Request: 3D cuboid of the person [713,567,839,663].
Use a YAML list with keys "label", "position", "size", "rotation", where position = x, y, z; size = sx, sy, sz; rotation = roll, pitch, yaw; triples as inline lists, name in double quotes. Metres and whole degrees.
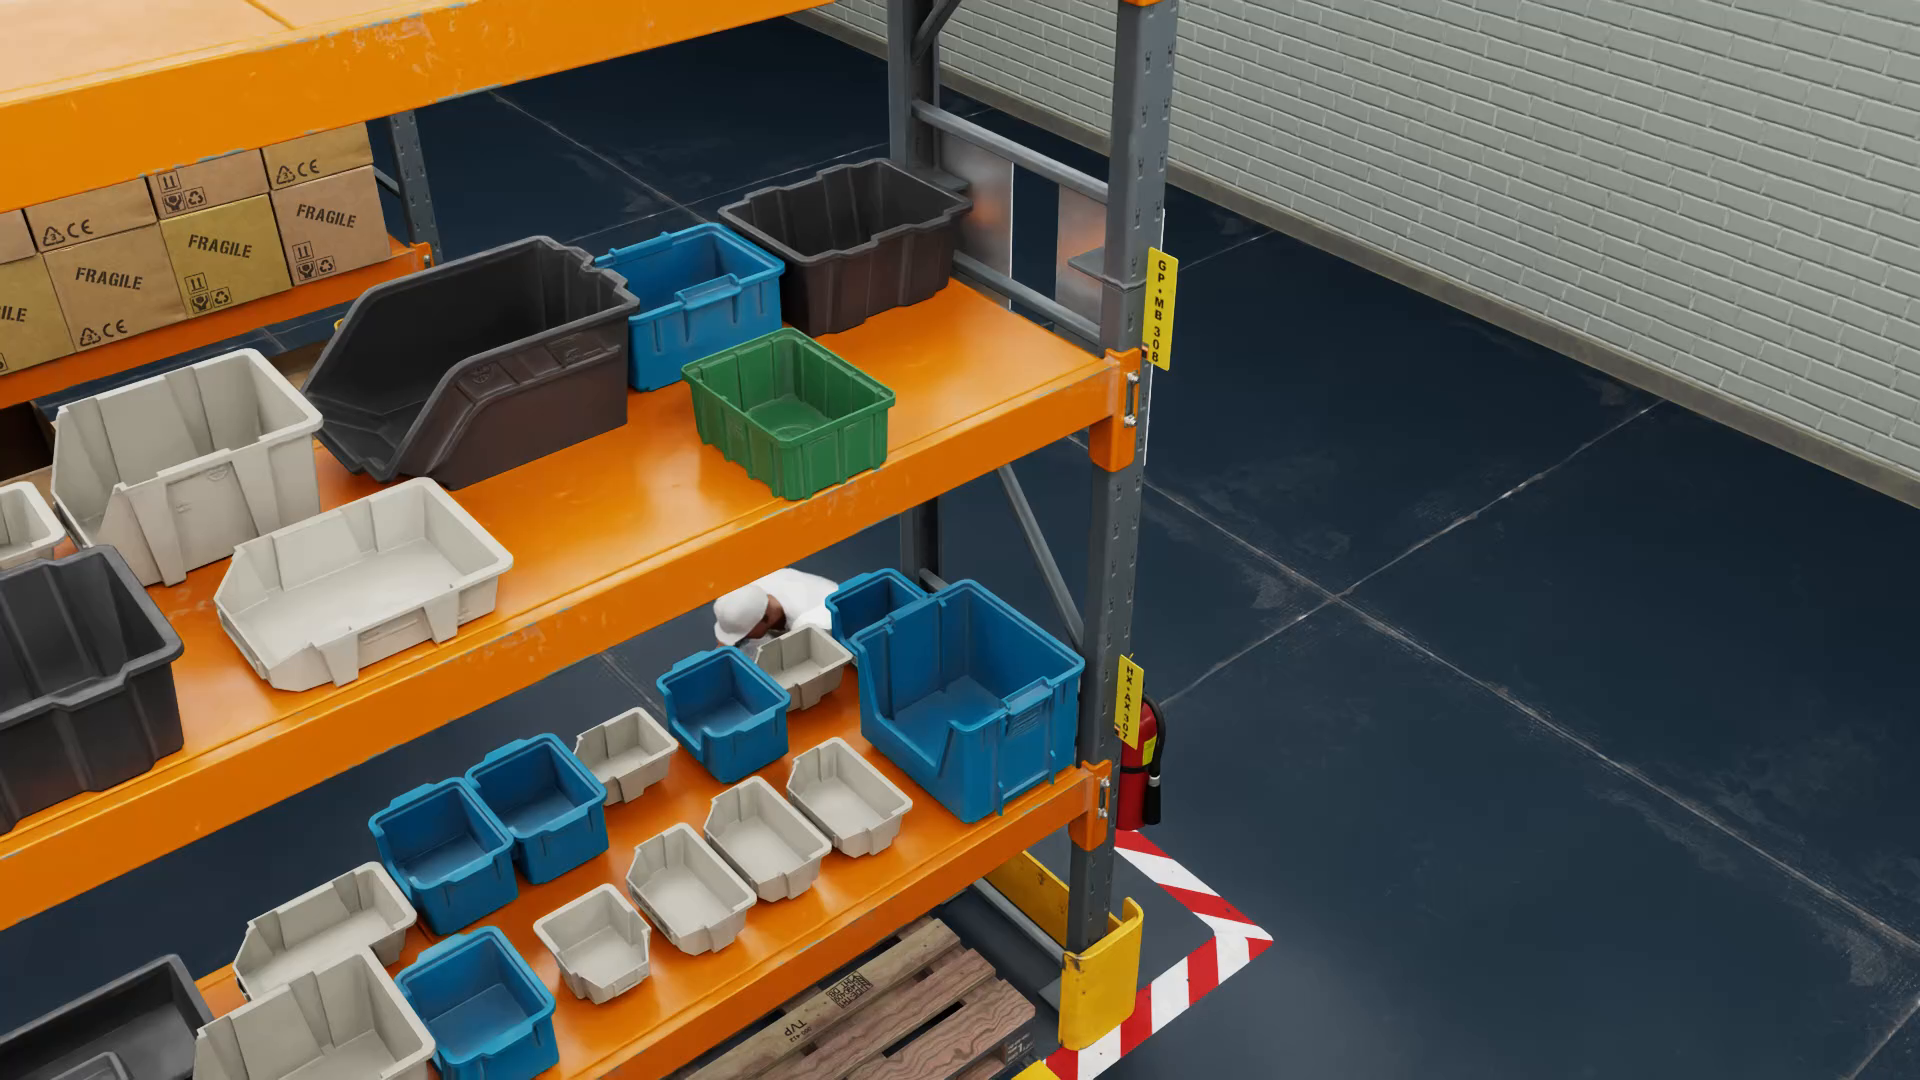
- label: "person"
  position: [-0.710, 0.473, 7.085]
  size: [0.906, 0.997, 0.559]
  rotation: [-27, 43, -32]
